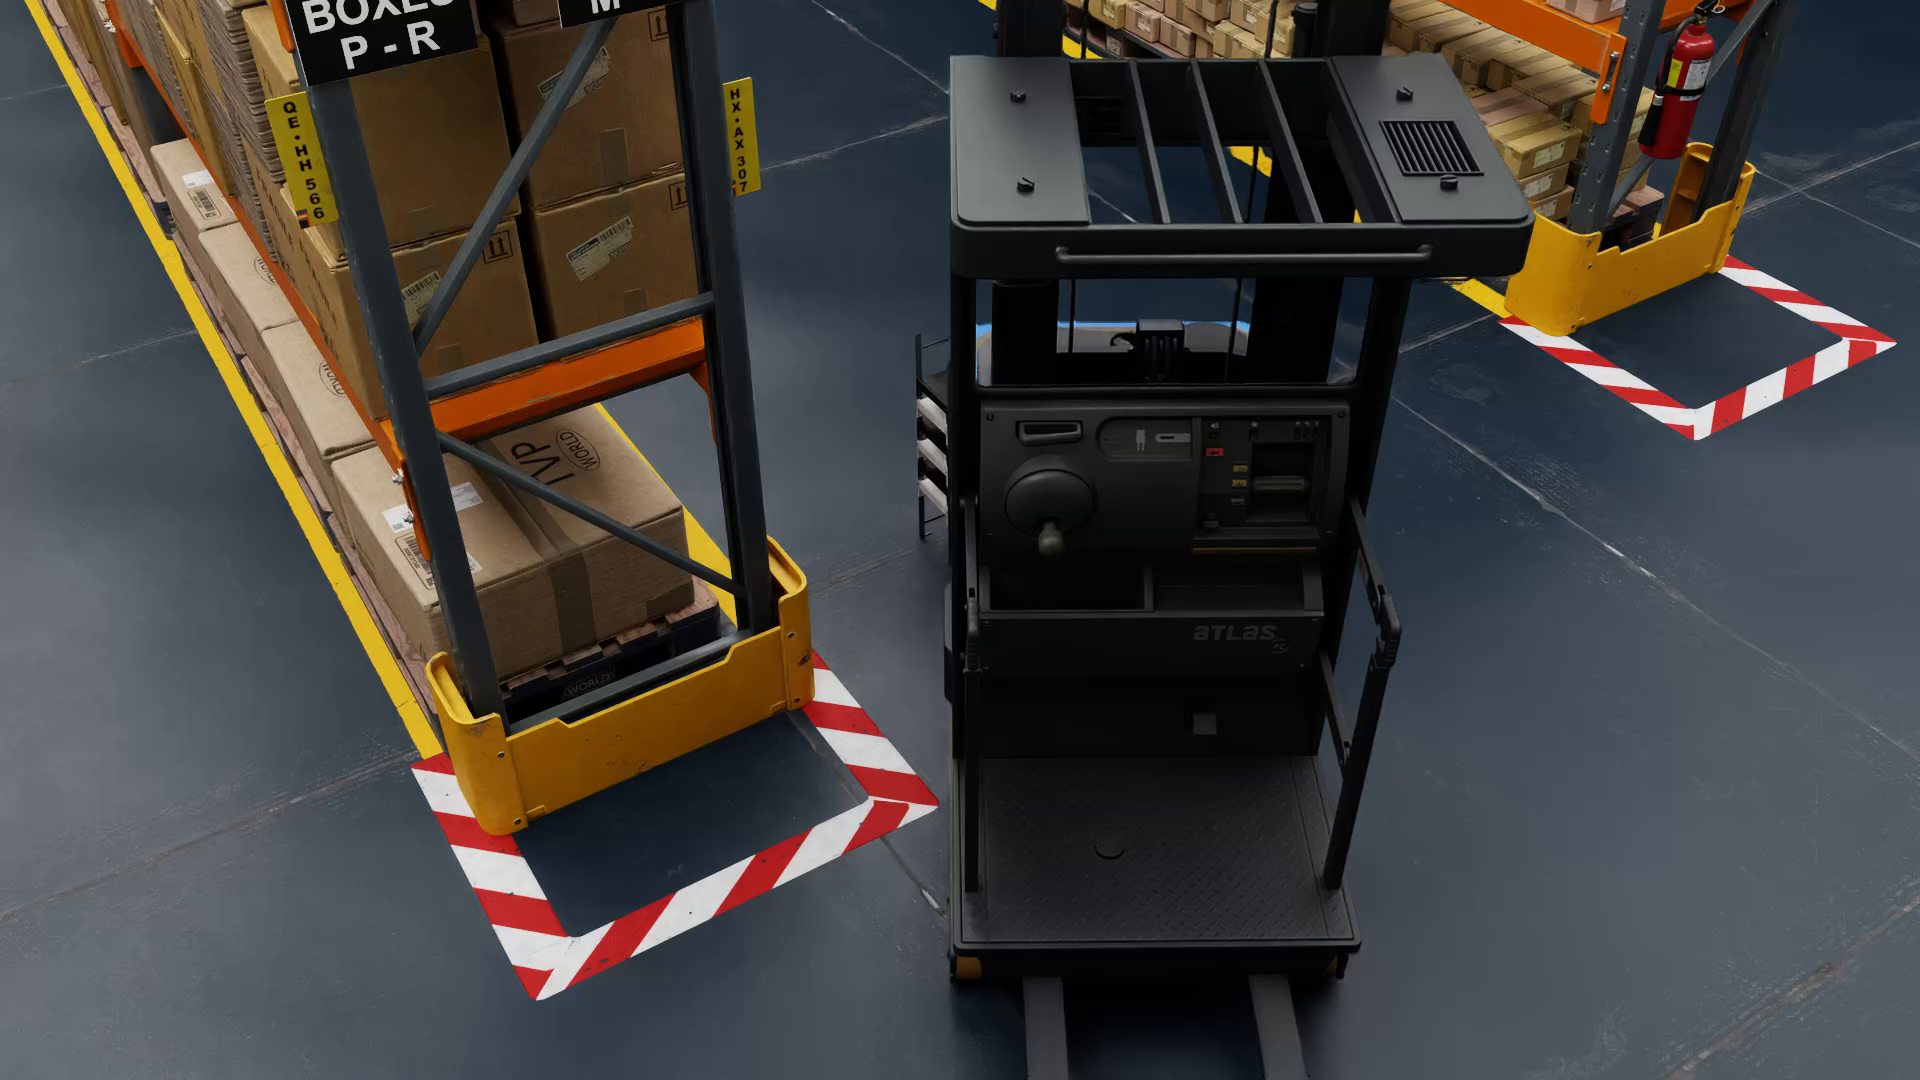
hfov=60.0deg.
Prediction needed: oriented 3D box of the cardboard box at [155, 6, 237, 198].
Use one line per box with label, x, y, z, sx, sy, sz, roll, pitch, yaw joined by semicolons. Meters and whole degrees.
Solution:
cardboard box;-2.376;-1.557;5.698;0.500;0.500;0.500;-21;44;-23

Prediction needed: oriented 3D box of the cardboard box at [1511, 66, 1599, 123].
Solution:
cardboard box;2.812;-2.085;7.844;0.380;0.149;0.250;-21;44;-24

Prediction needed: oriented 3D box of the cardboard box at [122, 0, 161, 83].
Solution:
cardboard box;-2.915;-2.106;6.356;0.500;0.500;0.500;-22;45;-24

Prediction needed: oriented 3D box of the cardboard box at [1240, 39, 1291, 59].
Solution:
cardboard box;1.668;-2.489;8.561;0.380;0.149;0.250;-22;44;-24

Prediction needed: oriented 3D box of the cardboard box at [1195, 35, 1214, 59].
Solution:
cardboard box;1.504;-2.689;9.032;0.380;0.149;0.250;-24;45;-26

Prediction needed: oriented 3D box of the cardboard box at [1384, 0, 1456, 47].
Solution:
cardboard box;2.337;-2.682;8.559;0.380;0.149;0.250;-22;44;-24

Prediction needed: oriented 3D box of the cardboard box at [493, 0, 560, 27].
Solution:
cardboard box;-1.020;-1.484;4.322;0.380;0.149;0.250;-21;44;-24

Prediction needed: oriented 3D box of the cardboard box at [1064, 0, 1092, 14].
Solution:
cardboard box;0.831;-3.202;9.648;0.380;0.149;0.250;-24;46;-26

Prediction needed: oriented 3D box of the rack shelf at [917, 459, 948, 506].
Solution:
rack shelf;0.004;-0.247;6.036;0.258;0.077;0.200;-22;45;-24

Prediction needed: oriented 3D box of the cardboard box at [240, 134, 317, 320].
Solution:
cardboard box;-1.802;-1.009;5.040;0.500;0.500;0.500;-23;45;-25

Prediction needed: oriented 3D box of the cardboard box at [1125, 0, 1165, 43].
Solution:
cardboard box;1.151;-2.942;9.336;0.380;0.149;0.250;-22;45;-25

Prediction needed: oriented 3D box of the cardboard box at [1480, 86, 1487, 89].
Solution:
cardboard box;2.639;-2.280;8.309;0.380;0.149;0.250;-21;44;-23

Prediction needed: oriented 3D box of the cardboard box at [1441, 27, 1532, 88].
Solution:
cardboard box;2.581;-2.371;8.186;0.380;0.149;0.250;-24;46;-26

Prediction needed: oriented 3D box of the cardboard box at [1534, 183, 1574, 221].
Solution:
cardboard box;2.598;-1.562;7.680;0.380;0.149;0.250;-21;44;-24

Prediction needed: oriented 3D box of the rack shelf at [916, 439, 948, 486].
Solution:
rack shelf;0.004;-0.316;5.978;0.258;0.077;0.200;-22;45;-24

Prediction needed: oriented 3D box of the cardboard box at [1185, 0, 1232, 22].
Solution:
cardboard box;1.419;-2.893;8.813;0.380;0.149;0.250;-21;44;-24

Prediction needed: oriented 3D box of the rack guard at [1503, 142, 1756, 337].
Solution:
rack guard;3.016;-1.364;7.497;1.175;0.500;0.348;-22;45;-24

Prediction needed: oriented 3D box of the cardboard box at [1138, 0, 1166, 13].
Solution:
cardboard box;1.204;-3.092;9.284;0.380;0.149;0.250;-22;45;-25

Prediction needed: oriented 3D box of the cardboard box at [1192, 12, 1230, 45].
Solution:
cardboard box;1.475;-2.789;8.921;0.380;0.149;0.250;-20;44;-22

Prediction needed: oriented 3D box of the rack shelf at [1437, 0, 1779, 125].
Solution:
rack shelf;1.981;-3.087;8.173;1.077;0.370;4.000;-22;45;-24

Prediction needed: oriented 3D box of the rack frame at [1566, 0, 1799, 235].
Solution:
rack frame;3.057;-2.284;6.647;1.000;3.000;0.127;-22;45;-24

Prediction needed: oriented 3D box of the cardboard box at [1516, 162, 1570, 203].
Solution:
cardboard box;2.532;-1.651;7.554;0.380;0.149;0.250;-23;45;-25

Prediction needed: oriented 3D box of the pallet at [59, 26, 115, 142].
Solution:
pallet;-4.352;-2.663;9.280;1.003;0.211;1.213;-22;45;-24

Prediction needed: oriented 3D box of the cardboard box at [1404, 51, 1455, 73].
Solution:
cardboard box;2.139;-2.190;7.969;0.380;0.149;0.250;-24;45;-26

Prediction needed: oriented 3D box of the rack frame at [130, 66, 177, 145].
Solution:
rack frame;-3.213;-2.684;7.128;1.000;3.000;0.127;-22;45;-24

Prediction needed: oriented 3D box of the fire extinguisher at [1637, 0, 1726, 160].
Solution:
fire extinguisher;2.803;-1.816;6.438;0.296;0.674;0.183;-22;45;-24

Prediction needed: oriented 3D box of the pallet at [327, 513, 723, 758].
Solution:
pallet;-1.559;0.141;5.915;1.003;0.211;1.213;-22;45;-24

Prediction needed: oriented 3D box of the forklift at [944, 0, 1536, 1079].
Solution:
forklift;0.521;-0.079;4.056;1.130;2.935;3.031;0;40;0

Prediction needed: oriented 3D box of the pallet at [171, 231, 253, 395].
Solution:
pallet;-2.871;-1.176;7.496;1.003;0.211;1.213;-22;45;-24

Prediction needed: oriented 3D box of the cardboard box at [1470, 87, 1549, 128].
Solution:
cardboard box;2.472;-1.932;7.660;0.380;0.149;0.250;-21;44;-24

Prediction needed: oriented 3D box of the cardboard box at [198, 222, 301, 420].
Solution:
cardboard box;-2.484;-1.002;6.783;0.875;0.438;0.875;-24;45;-26

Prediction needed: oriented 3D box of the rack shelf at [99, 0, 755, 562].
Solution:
rack shelf;-2.138;-1.328;6.063;1.077;0.370;4.000;-22;45;-24

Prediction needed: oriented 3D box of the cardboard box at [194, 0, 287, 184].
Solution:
cardboard box;-1.828;-1.398;4.725;0.500;0.500;0.500;-22;45;-24

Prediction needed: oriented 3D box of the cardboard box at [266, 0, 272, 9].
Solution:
cardboard box;-1.581;-1.450;4.282;0.380;0.149;0.250;-21;44;-24

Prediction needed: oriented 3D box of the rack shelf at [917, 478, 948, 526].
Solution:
rack shelf;0.004;-0.177;6.093;0.258;0.077;0.200;-22;45;-24

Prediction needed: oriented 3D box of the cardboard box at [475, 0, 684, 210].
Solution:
cardboard box;-1.081;-1.305;4.614;0.500;0.500;0.500;-23;45;-25

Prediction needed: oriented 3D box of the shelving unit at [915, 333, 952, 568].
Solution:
shelving unit;0.004;-0.341;5.957;0.258;0.900;0.210;-22;45;-24

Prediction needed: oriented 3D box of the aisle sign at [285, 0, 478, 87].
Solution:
aisle sign;-1.285;-1.378;3.530;0.394;0.787;0.004;-22;45;-24

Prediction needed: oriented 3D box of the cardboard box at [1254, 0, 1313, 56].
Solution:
cardboard box;1.735;-2.628;8.494;0.380;0.149;0.250;-22;45;-24

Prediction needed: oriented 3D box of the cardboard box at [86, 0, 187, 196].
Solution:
cardboard box;-3.614;-2.336;8.042;0.875;0.875;0.875;-21;44;-23

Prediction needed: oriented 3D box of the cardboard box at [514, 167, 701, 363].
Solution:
cardboard box;-1.079;-0.921;4.935;0.500;0.500;0.500;-23;45;-25

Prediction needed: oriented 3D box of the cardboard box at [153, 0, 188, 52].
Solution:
cardboard box;-2.360;-1.938;5.374;0.500;0.500;0.500;-23;45;-25

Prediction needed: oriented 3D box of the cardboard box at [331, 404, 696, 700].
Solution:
cardboard box;-1.502;-0.024;5.609;0.875;0.438;0.875;-24;45;-26

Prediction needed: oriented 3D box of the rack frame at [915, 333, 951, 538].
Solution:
rack frame;-0.050;-0.396;6.023;0.240;0.900;0.006;-22;45;-24

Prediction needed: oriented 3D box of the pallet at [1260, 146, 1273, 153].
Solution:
pallet;1.957;-2.362;8.919;1.003;0.211;1.213;-22;45;-24

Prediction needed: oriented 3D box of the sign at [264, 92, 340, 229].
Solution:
sign;-1.528;-0.882;3.875;0.100;0.325;0.005;-22;45;-24

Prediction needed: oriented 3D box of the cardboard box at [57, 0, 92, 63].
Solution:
cardboard box;-4.587;-3.304;9.203;0.875;0.875;0.875;-22;44;-24
